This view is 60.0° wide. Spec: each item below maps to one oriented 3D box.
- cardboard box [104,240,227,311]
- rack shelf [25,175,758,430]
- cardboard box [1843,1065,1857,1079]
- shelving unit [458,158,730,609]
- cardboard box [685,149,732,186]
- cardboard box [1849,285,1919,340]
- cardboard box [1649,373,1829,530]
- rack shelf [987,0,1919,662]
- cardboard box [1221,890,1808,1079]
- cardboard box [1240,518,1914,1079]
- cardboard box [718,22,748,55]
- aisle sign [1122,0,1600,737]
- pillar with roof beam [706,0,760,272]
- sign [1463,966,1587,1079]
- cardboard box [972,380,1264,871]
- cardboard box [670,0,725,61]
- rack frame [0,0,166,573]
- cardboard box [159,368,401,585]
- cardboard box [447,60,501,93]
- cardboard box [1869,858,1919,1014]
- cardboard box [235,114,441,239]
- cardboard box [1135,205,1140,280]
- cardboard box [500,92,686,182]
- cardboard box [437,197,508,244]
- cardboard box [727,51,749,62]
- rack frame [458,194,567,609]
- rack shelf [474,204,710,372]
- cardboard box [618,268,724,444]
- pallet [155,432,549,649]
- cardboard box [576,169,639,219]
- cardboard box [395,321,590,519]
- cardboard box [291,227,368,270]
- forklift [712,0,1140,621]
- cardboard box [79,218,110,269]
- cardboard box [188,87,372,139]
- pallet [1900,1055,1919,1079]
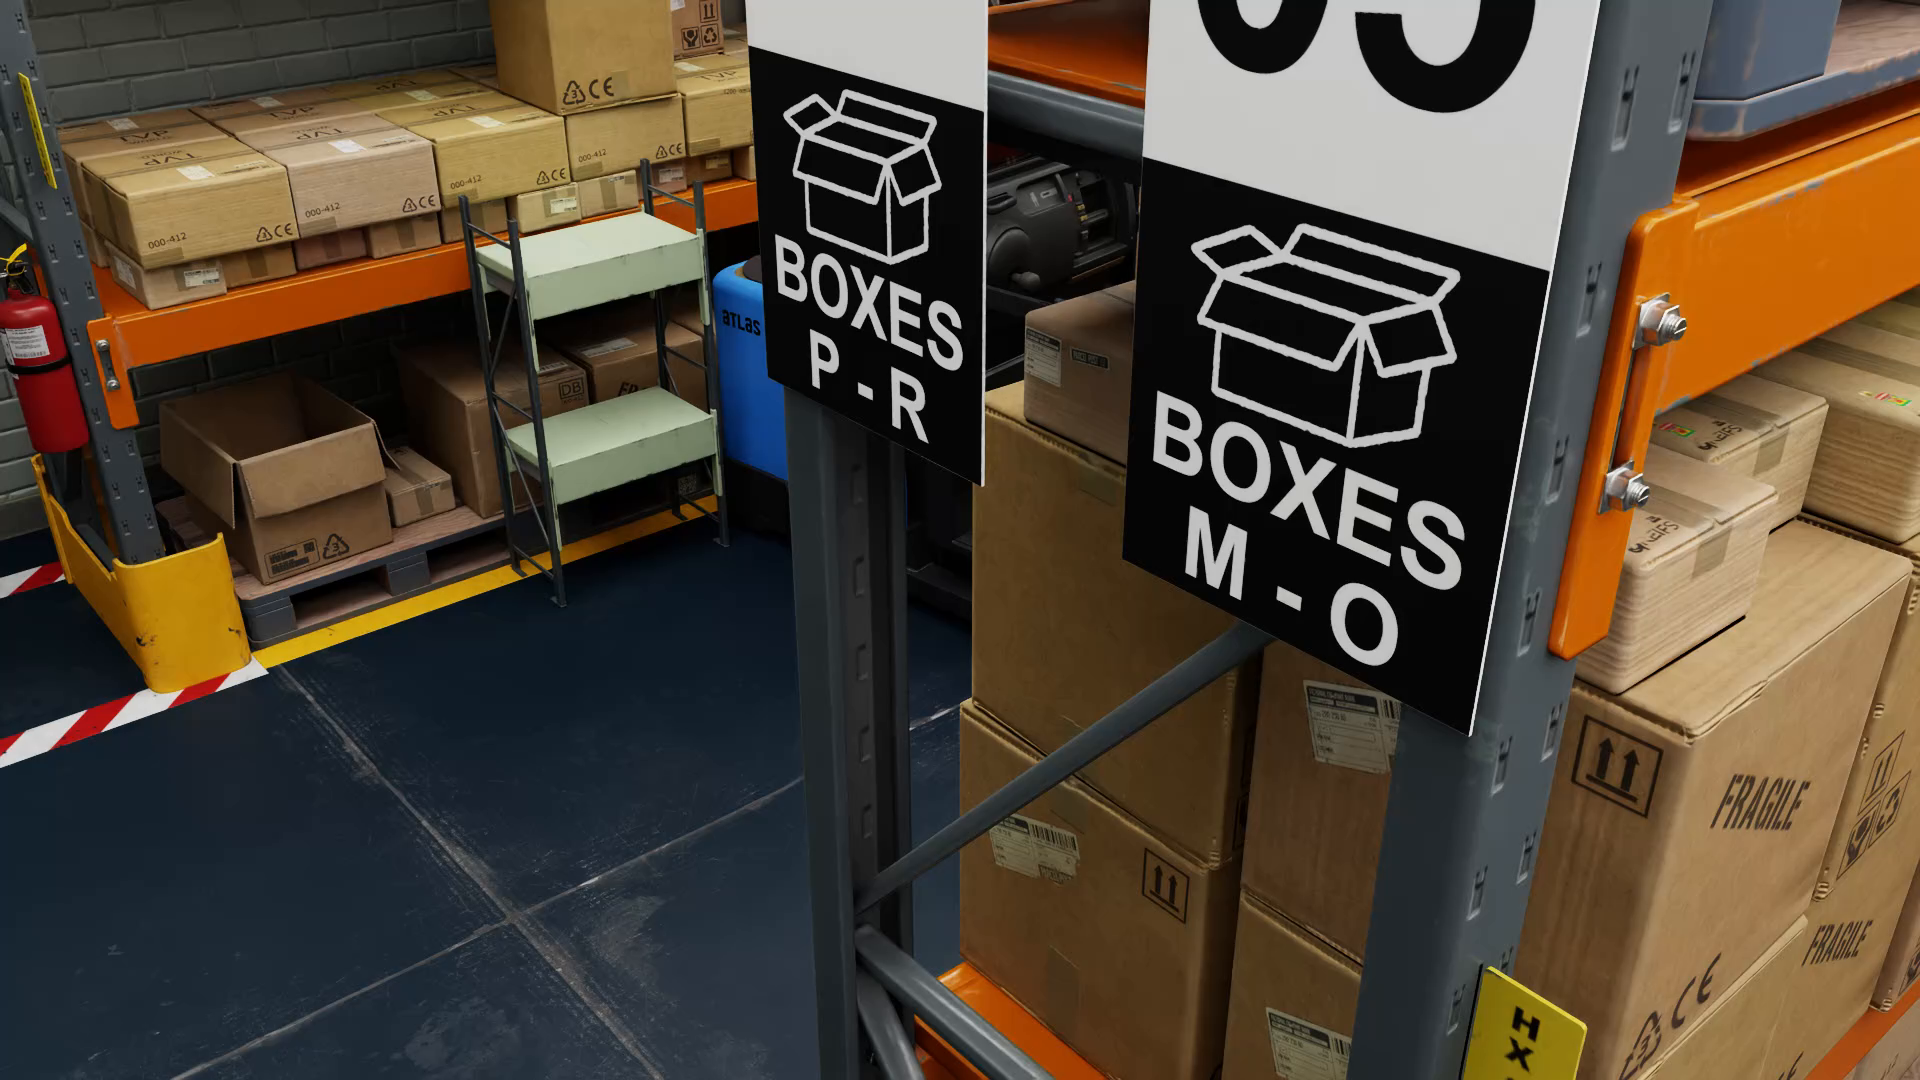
[{"bbox_3d":[-2.644,-0.909,5.534,0.250,0.149,0.380,-22,35,-35],"label":"cardboard box"},{"bbox_3d":[-1.551,-1.312,6.785,4.000,0.370,1.077,-22,35,-35],"label":"rack shelf"},{"bbox_3d":[1.280,1.186,3.622,0.875,0.438,0.875,-21,34,-34],"label":"cardboard box"},{"bbox_3d":[-1.344,-0.589,6.261,0.755,1.500,0.431,-22,35,-35],"label":"shelving unit"},{"bbox_3d":[-1.136,-1.569,6.769,0.250,0.149,0.380,-21,35,-34],"label":"cardboard box"},{"bbox_3d":[1.216,-0.250,2.180,0.250,0.149,0.380,-23,36,-36],"label":"cardboard box"},{"bbox_3d":[0.755,-0.125,1.946,0.250,0.149,0.380,-21,35,-34],"label":"cardboard box"},{"bbox_3d":[1.674,-0.856,2.750,4.000,0.370,1.077,-22,35,-35],"label":"rack shelf"},{"bbox_3d":[0.704,0.674,2.201,0.500,0.500,0.500,-22,35,-35],"label":"cardboard box"},{"bbox_3d":[0.702,0.232,1.967,0.500,0.500,0.500,-23,36,-36],"label":"cardboard box"},{"bbox_3d":[-0.958,-2.095,7.332,0.500,0.250,0.500,-22,35,-35],"label":"cardboard box"},{"bbox_3d":[0.286,-0.259,1.294,0.004,0.787,0.394,-22,35,-35],"label":"aisle sign"},{"bbox_3d":[1.650,-3.453,3.664,0.400,9.000,9.100,-22,35,-35],"label":"pillar with roof beam"},{"bbox_3d":[0.508,0.546,1.544,0.005,0.325,0.100,-22,35,-35],"label":"sign"},{"bbox_3d":[0.364,0.044,2.319,0.500,0.500,0.500,-21,34,-33],"label":"cardboard box"},{"bbox_3d":[-1.335,-2.276,6.875,0.500,0.500,0.500,-23,36,-36],"label":"cardboard box"},{"bbox_3d":[-3.072,-1.017,5.471,0.127,3.000,1.000,-22,35,-35],"label":"rack frame"},{"bbox_3d":[-2.545,-0.254,6.247,0.637,0.503,0.797,-24,36,-37],"label":"cardboard box"},{"bbox_3d":[-1.724,-1.785,6.751,0.500,0.250,0.500,-22,35,-35],"label":"cardboard box"},{"bbox_3d":[1.469,0.360,2.788,0.500,0.500,0.500,-22,35,-35],"label":"cardboard box"},{"bbox_3d":[-2.169,-1.279,5.804,0.500,0.250,0.500,-21,35,-34],"label":"cardboard box"},{"bbox_3d":[0.883,-1.557,8.688,0.500,0.500,0.500,-22,35,-36],"label":"cardboard box"},{"bbox_3d":[-1.410,-1.599,6.403,0.500,0.250,0.500,-23,36,-36],"label":"cardboard box"},{"bbox_3d":[-1.873,-1.234,6.144,0.250,0.149,0.380,-21,35,-34],"label":"cardboard box"},{"bbox_3d":[-0.630,-1.904,6.974,0.500,0.250,0.500,-22,35,-35],"label":"cardboard box"},{"bbox_3d":[-1.622,-0.477,6.051,0.023,1.500,0.400,-22,35,-35],"label":"rack frame"},{"bbox_3d":[-1.343,-0.933,6.077,0.720,0.370,0.431,-22,35,-35],"label":"rack shelf"},{"bbox_3d":[-1.080,-0.818,7.305,0.500,0.500,0.700,-23,36,-37],"label":"cardboard box"},{"bbox_3d":[-2.409,-0.055,6.629,1.213,0.211,1.003,-22,35,-35],"label":"pallet"},{"bbox_3d":[-1.445,-1.373,6.403,0.250,0.149,0.380,-21,35,-34],"label":"cardboard box"},{"bbox_3d":[-1.870,-0.501,6.711,0.500,0.500,0.700,-20,34,-33],"label":"cardboard box"},{"bbox_3d":[-2.303,-1.096,5.884,0.250,0.149,0.380,-22,35,-36],"label":"cardboard box"},{"bbox_3d":[0.472,-1.102,5.702,3.031,2.935,1.130,22,35,35],"label":"forklift"},{"bbox_3d":[-2.994,-1.104,5.900,0.250,0.149,0.380,-22,35,-35],"label":"cardboard box"},{"bbox_3d":[-2.501,-1.475,6.172,0.500,0.250,0.500,-22,35,-35],"label":"cardboard box"},{"bbox_3d":[1.637,1.347,4.005,1.213,0.211,1.003,-22,35,-35],"label":"pallet"}]
